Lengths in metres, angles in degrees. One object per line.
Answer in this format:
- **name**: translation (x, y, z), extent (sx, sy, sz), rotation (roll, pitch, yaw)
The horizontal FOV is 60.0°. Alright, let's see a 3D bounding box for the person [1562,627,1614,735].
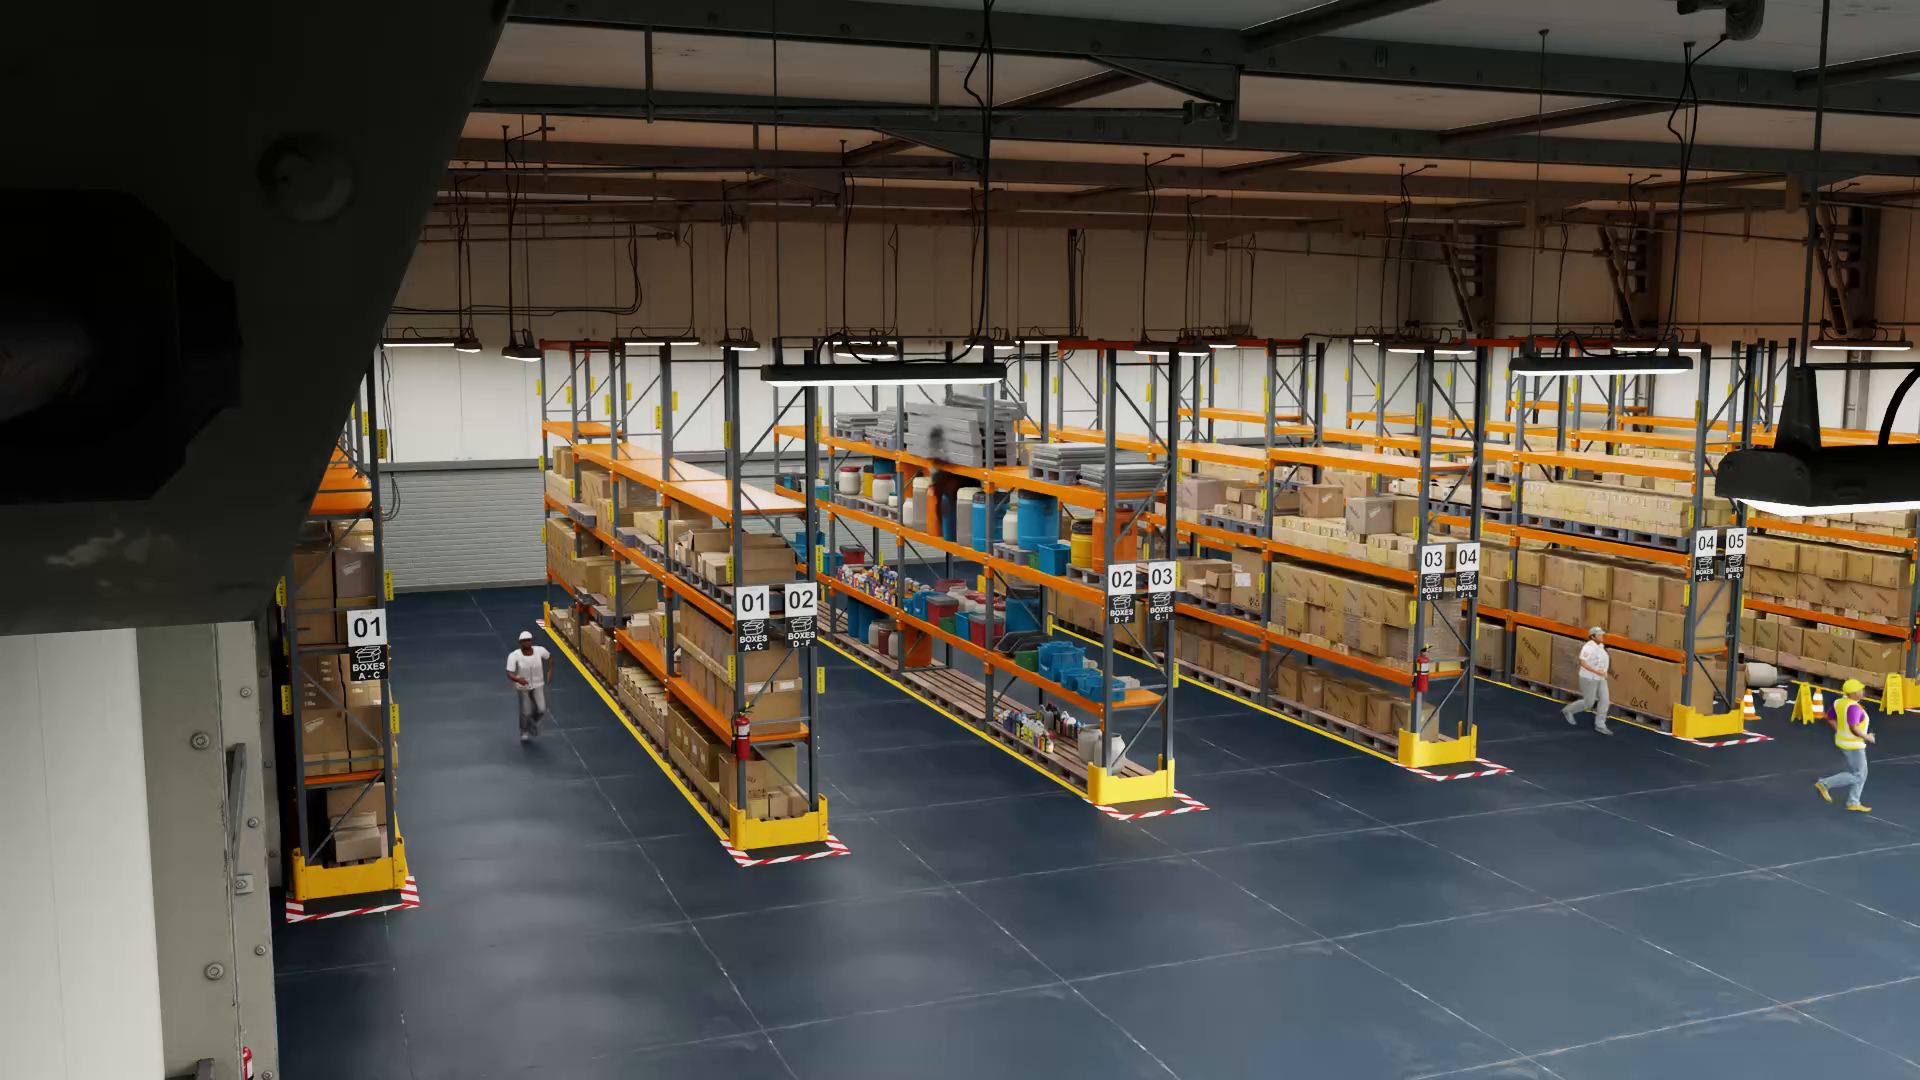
- **person**: translation (9.816, 2.165, 25.890), extent (0.611, 1.665, 0.816), rotation (-6, 9, -38)

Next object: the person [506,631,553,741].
- **person**: translation (-6.461, 2.216, 25.069), extent (0.726, 1.714, 0.743), rotation (-3, 8, -23)

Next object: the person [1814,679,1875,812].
- **person**: translation (11.528, 2.676, 21.614), extent (0.723, 1.752, 0.692), rotation (1, 8, 8)

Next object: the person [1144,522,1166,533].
- **person**: translation (4.727, 0.061, 41.476), extent (0.898, 1.732, 0.796), rotation (-3, 8, -23)
